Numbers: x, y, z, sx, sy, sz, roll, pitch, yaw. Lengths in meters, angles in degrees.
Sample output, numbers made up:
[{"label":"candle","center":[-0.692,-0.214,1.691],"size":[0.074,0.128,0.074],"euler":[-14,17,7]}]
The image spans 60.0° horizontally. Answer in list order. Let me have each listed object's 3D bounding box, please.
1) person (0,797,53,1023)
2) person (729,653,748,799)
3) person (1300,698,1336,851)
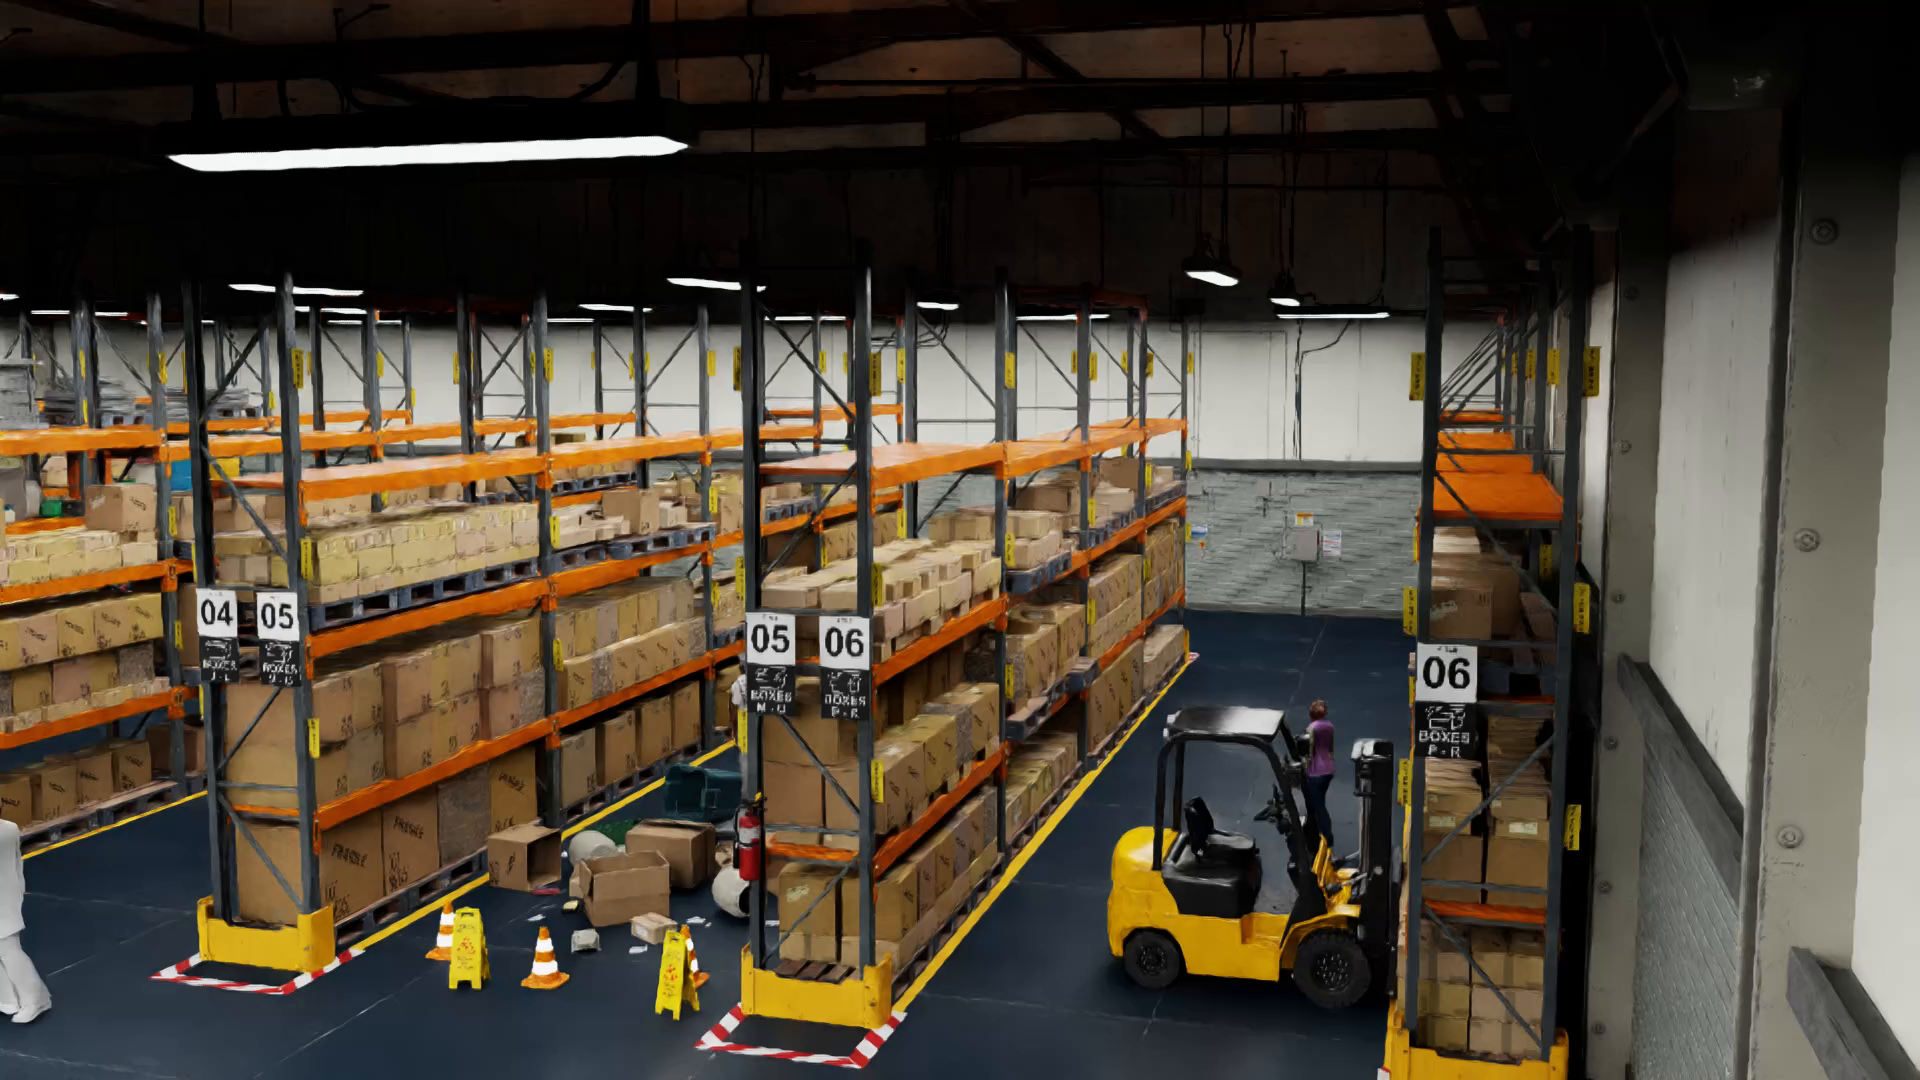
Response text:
[{"label":"person","center":[-7.451,2.845,12.992],"size":[0.595,1.772,0.687],"euler":[-1,7,-13]},{"label":"person","center":[-2.502,2.156,19.419],"size":[0.497,1.677,0.467],"euler":[-6,9,-43]},{"label":"person","center":[3.705,2.431,17.297],"size":[0.532,1.588,0.535],"euler":[6,9,42]}]
